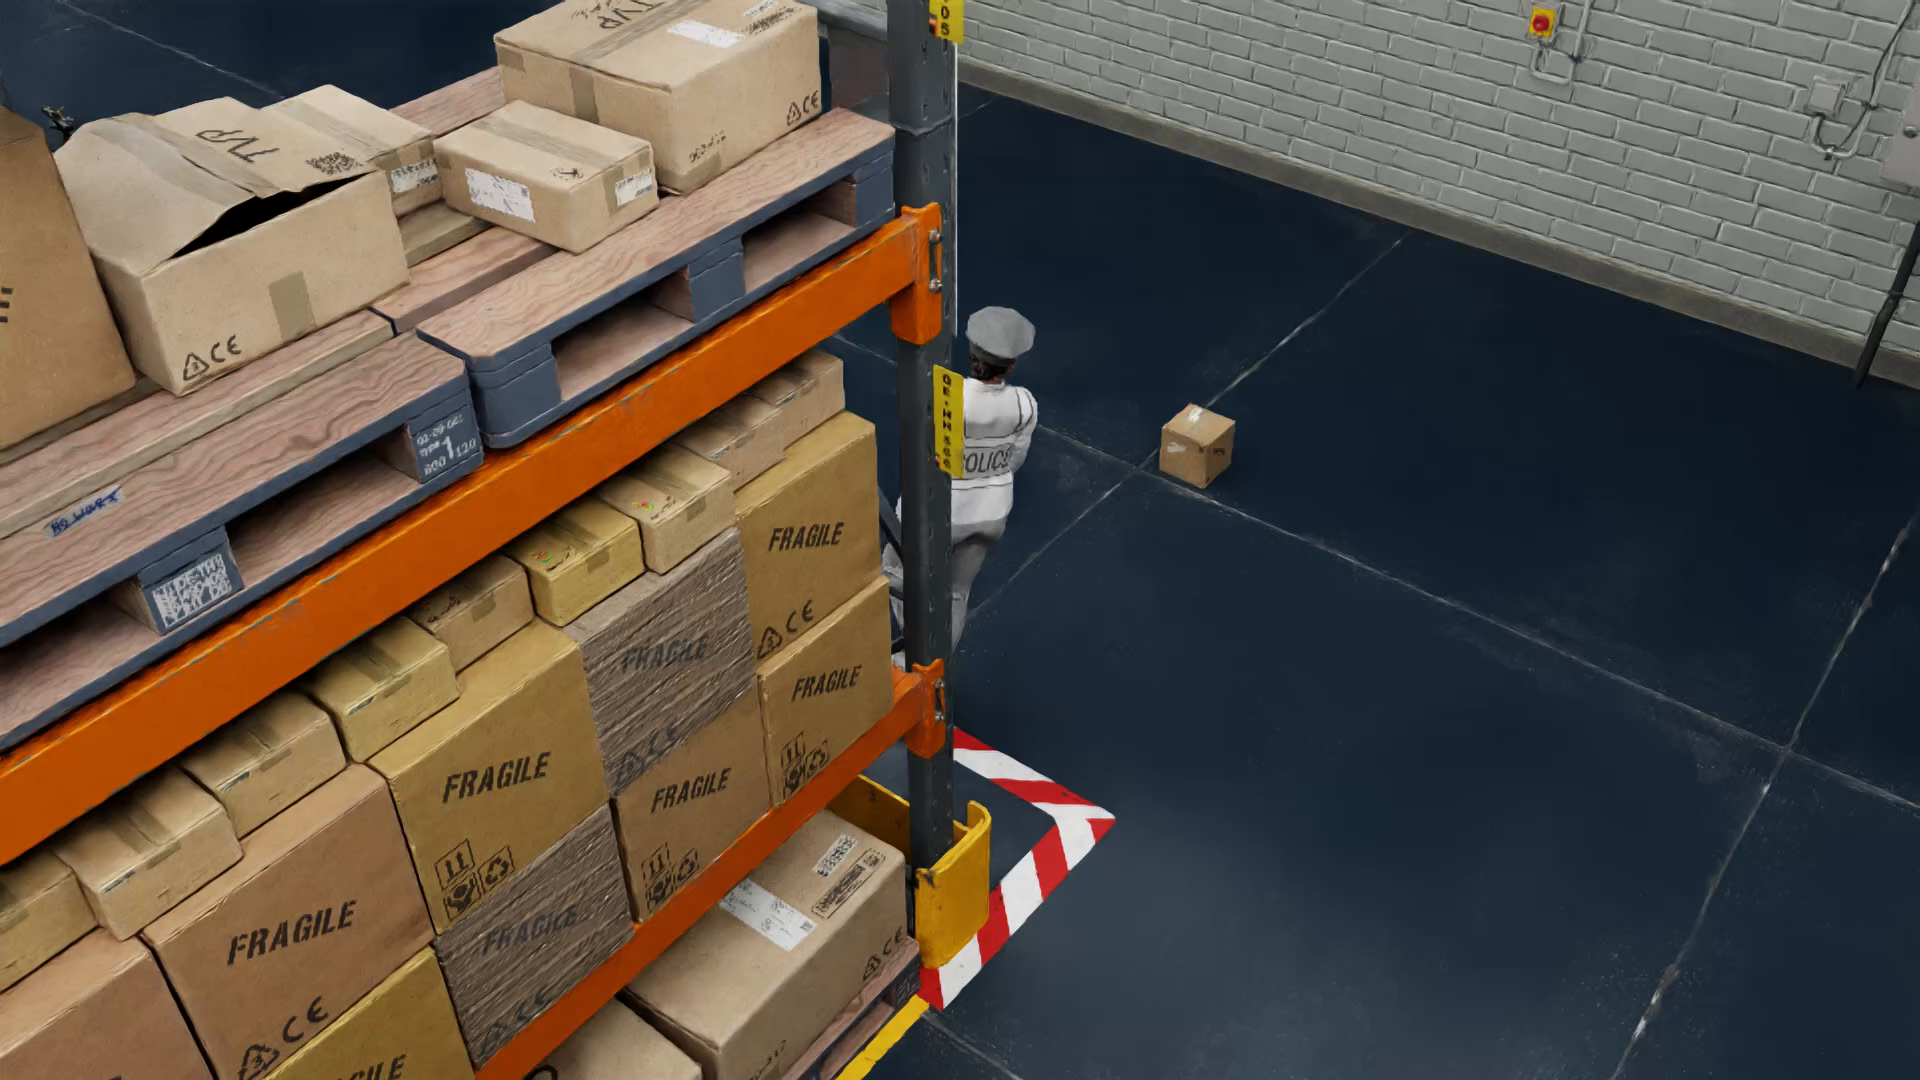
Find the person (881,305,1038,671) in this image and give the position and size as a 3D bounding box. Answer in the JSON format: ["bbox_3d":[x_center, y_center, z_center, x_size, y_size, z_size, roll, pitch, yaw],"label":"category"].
[{"bbox_3d":[-0.015,-0.082,6.250,0.625,1.625,0.473,-12,41,-15],"label":"person"}]
